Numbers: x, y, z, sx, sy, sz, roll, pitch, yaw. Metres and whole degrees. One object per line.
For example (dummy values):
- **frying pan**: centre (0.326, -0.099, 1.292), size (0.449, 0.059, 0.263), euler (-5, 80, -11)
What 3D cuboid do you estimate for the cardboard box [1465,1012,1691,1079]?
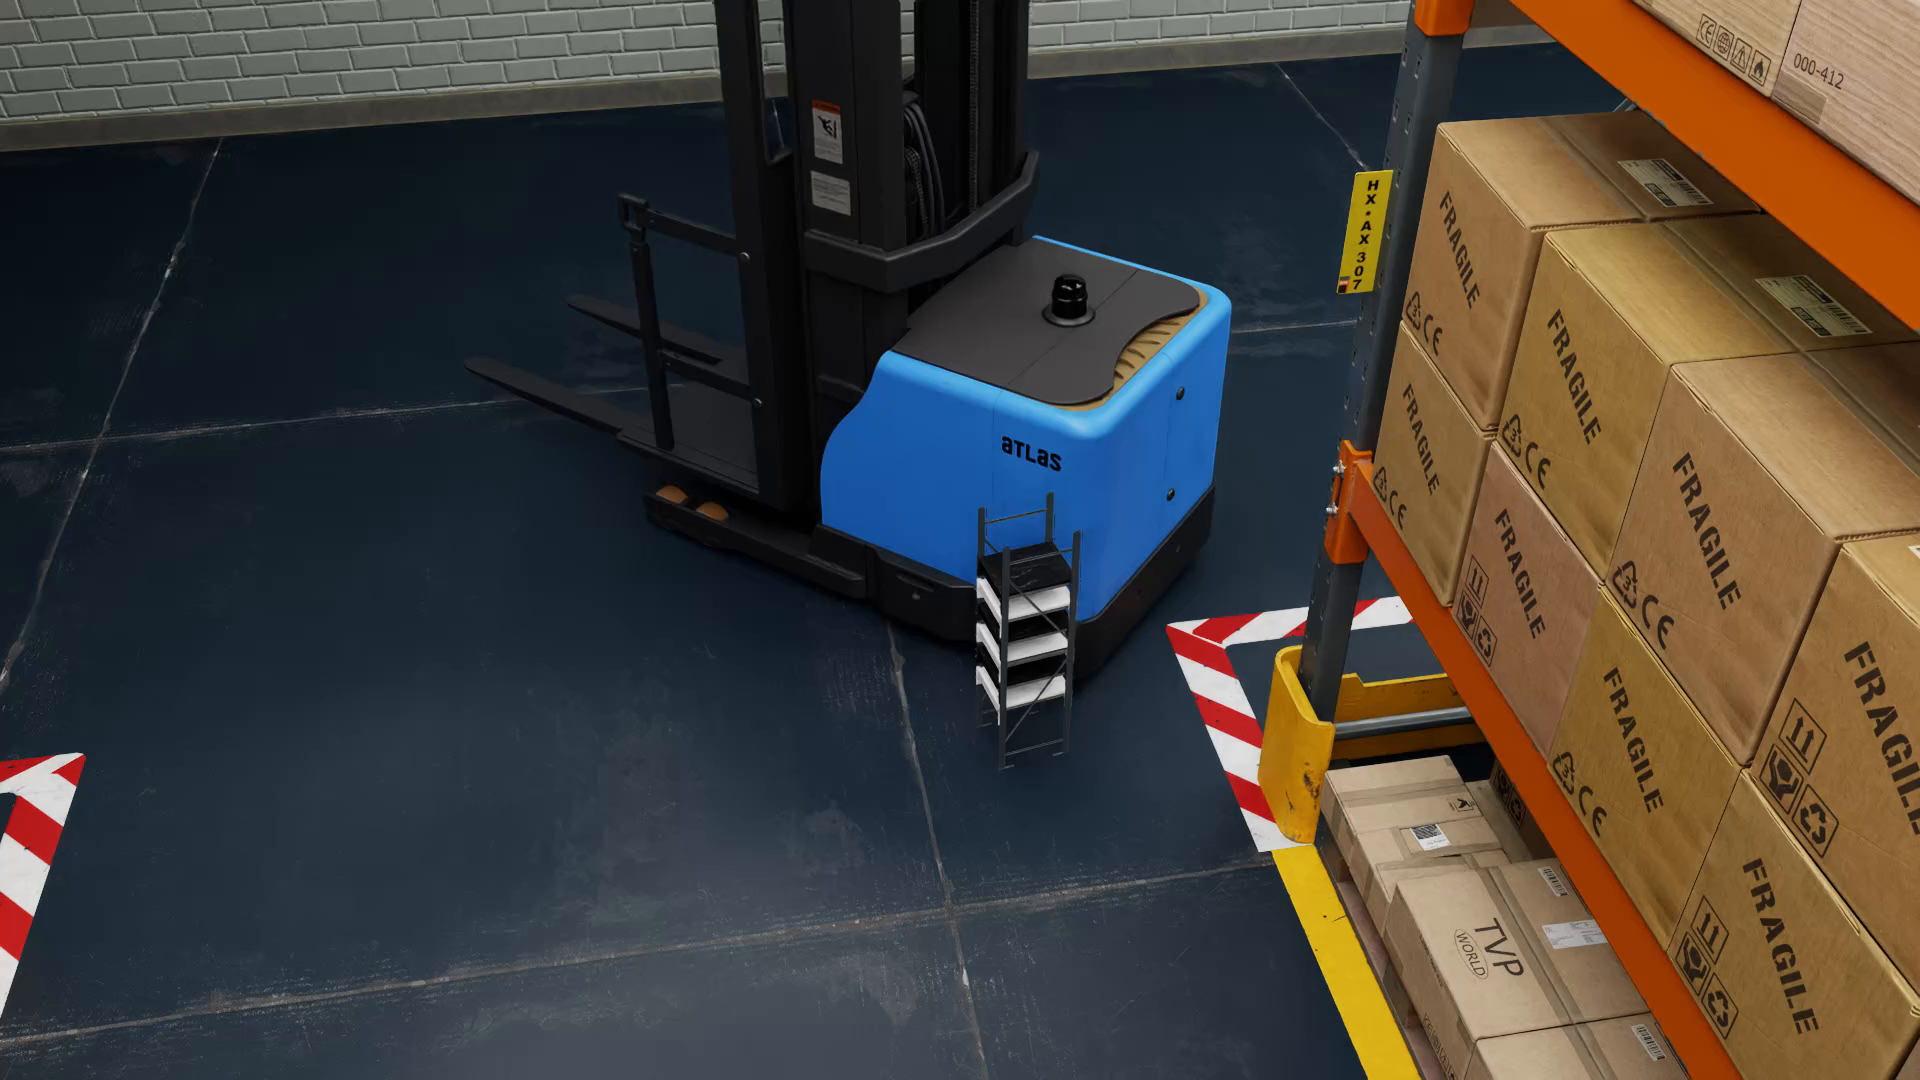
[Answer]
- **cardboard box**: centre (1.517, 1.409, 3.874), size (0.500, 0.250, 0.500), euler (-6, 38, -8)

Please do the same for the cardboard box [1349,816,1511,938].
- **cardboard box**: centre (1.305, 0.920, 4.572), size (0.380, 0.166, 0.250), euler (-6, 38, -8)

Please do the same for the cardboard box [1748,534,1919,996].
- **cardboard box**: centre (1.616, 0.320, 2.496), size (0.500, 0.500, 0.500), euler (-7, 38, -8)

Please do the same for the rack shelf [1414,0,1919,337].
- **rack shelf**: centre (1.876, -0.158, 2.150), size (1.077, 0.370, 4.000), euler (-6, 38, -8)

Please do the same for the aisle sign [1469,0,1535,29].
- **aisle sign**: centre (1.225, -1.502, 3.620), size (0.394, 0.787, 0.004), euler (-6, 38, -8)

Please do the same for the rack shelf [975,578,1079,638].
- **rack shelf**: centre (0.202, 0.179, 5.047), size (0.258, 0.077, 0.200), euler (-13, 40, -16)

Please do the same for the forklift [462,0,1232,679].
- **forklift**: centre (-0.591, -1.383, 5.641), size (3.031, 2.935, 1.130), euler (21, 43, 25)

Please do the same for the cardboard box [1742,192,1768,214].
- **cardboard box**: centre (1.874, -0.661, 3.759), size (0.500, 0.500, 0.500), euler (-7, 38, -8)

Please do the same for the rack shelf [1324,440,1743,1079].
- **rack shelf**: centre (1.876, 1.026, 3.071), size (1.077, 0.370, 4.000), euler (-6, 38, -8)

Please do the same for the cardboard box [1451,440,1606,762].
- **cardboard box**: centre (1.440, 0.102, 3.592), size (0.500, 0.500, 0.500), euler (-7, 38, -8)

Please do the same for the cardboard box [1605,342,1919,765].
- **cardboard box**: centre (1.526, 0.014, 2.891), size (0.500, 0.500, 0.500), euler (-6, 38, -7)

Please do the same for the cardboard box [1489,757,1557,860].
- **cardboard box**: centre (1.863, 0.649, 4.648), size (0.500, 0.500, 0.500), euler (-6, 38, -8)

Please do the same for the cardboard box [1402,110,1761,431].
- **cardboard box**: centre (1.344, -0.604, 3.686), size (0.500, 0.500, 0.500), euler (-5, 38, -7)

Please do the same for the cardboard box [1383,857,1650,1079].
- **cardboard box**: centre (1.429, 1.107, 4.263), size (0.500, 0.250, 0.500), euler (-6, 38, -8)

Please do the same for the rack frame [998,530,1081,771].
- **rack frame**: centre (0.236, 0.354, 5.061), size (0.240, 0.900, 0.006), euler (-13, 40, -16)

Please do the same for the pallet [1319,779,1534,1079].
- **pallet**: centre (1.680, 1.163, 4.582), size (1.003, 0.211, 1.213), euler (-6, 38, -8)

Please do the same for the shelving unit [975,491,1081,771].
- **shelving unit**: centre (0.201, 0.295, 5.136), size (0.258, 0.900, 0.210), euler (-13, 40, -16)

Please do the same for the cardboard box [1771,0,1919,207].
- **cardboard box**: centre (1.530, -0.648, 2.317), size (0.500, 0.250, 0.500), euler (-6, 38, -8)

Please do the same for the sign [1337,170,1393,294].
- **sign**: centre (0.991, -0.749, 4.064), size (0.100, 0.325, 0.005), euler (-6, 38, -8)

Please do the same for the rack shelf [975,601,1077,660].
- **rack shelf**: centre (0.202, 0.250, 5.102), size (0.258, 0.077, 0.200), euler (-13, 40, -16)

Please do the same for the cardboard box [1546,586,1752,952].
- **cardboard box**: centre (1.525, 0.405, 3.202), size (0.500, 0.500, 0.500), euler (-6, 38, -8)

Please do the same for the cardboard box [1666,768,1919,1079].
- **cardboard box**: centre (1.611, 0.708, 2.813), size (0.500, 0.500, 0.500), euler (-6, 38, -7)

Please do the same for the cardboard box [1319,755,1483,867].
- **cardboard box**: centre (1.261, 0.776, 4.771), size (0.380, 0.149, 0.250), euler (-6, 38, -8)

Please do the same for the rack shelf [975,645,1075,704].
- **rack shelf**: centre (0.201, 0.393, 5.212), size (0.258, 0.077, 0.200), euler (-13, 40, -16)

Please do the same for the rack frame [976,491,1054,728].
- **rack frame**: centre (0.167, 0.237, 5.212), size (0.240, 0.900, 0.006), euler (-13, 40, -16)

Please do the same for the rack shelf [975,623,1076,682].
- **rack shelf**: centre (0.201, 0.322, 5.157), size (0.258, 0.077, 0.200), euler (-13, 40, -16)

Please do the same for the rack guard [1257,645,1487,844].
- **rack guard**: centre (1.539, 0.567, 5.113), size (1.175, 0.500, 0.348), euler (-6, 38, -8)

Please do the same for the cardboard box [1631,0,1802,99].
- **cardboard box**: centre (1.440, -0.950, 2.705), size (0.500, 0.250, 0.500), euler (-6, 38, -8)

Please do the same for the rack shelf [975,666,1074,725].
- **rack shelf**: centre (0.201, 0.464, 5.267), size (0.258, 0.077, 0.200), euler (-13, 40, -16)

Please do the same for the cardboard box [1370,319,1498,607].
- **cardboard box**: centre (1.344, -0.209, 3.993), size (0.500, 0.500, 0.500), euler (-5, 38, -7)

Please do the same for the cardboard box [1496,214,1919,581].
- **cardboard box**: centre (1.443, -0.289, 3.281), size (0.500, 0.500, 0.500), euler (-6, 38, -7)

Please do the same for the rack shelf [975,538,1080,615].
- **rack shelf**: centre (0.202, 0.108, 4.991), size (0.258, 0.077, 0.200), euler (-13, 40, -16)

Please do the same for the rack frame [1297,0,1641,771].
- **rack frame**: centre (1.526, -0.466, 4.405), size (1.000, 3.000, 0.127), euler (-6, 38, -8)
